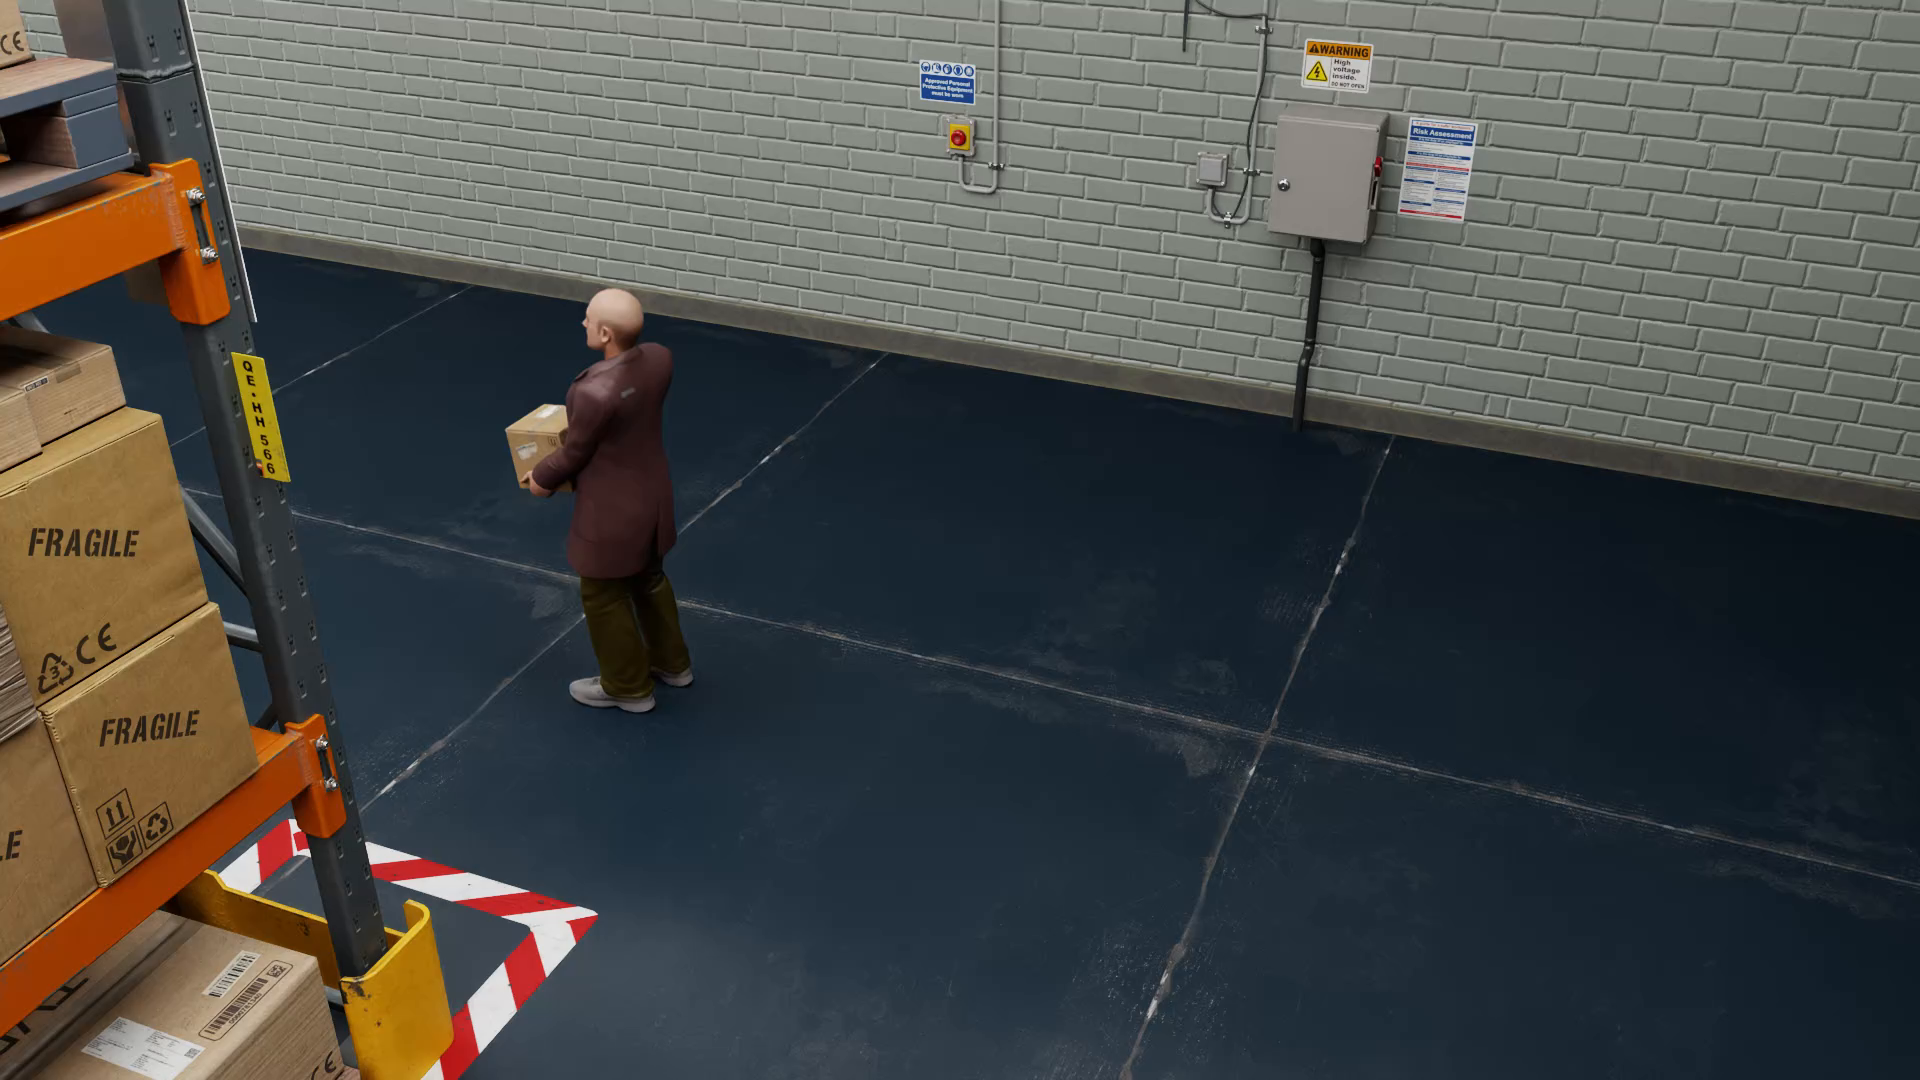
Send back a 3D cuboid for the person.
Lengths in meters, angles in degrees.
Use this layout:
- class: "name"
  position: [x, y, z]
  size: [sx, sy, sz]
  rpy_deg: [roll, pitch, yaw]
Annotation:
- class: "person"
  position: [-1.384, -0.157, 6.429]
  size: [0.554, 1.771, 0.529]
  rpy_deg: [12, 31, 20]
